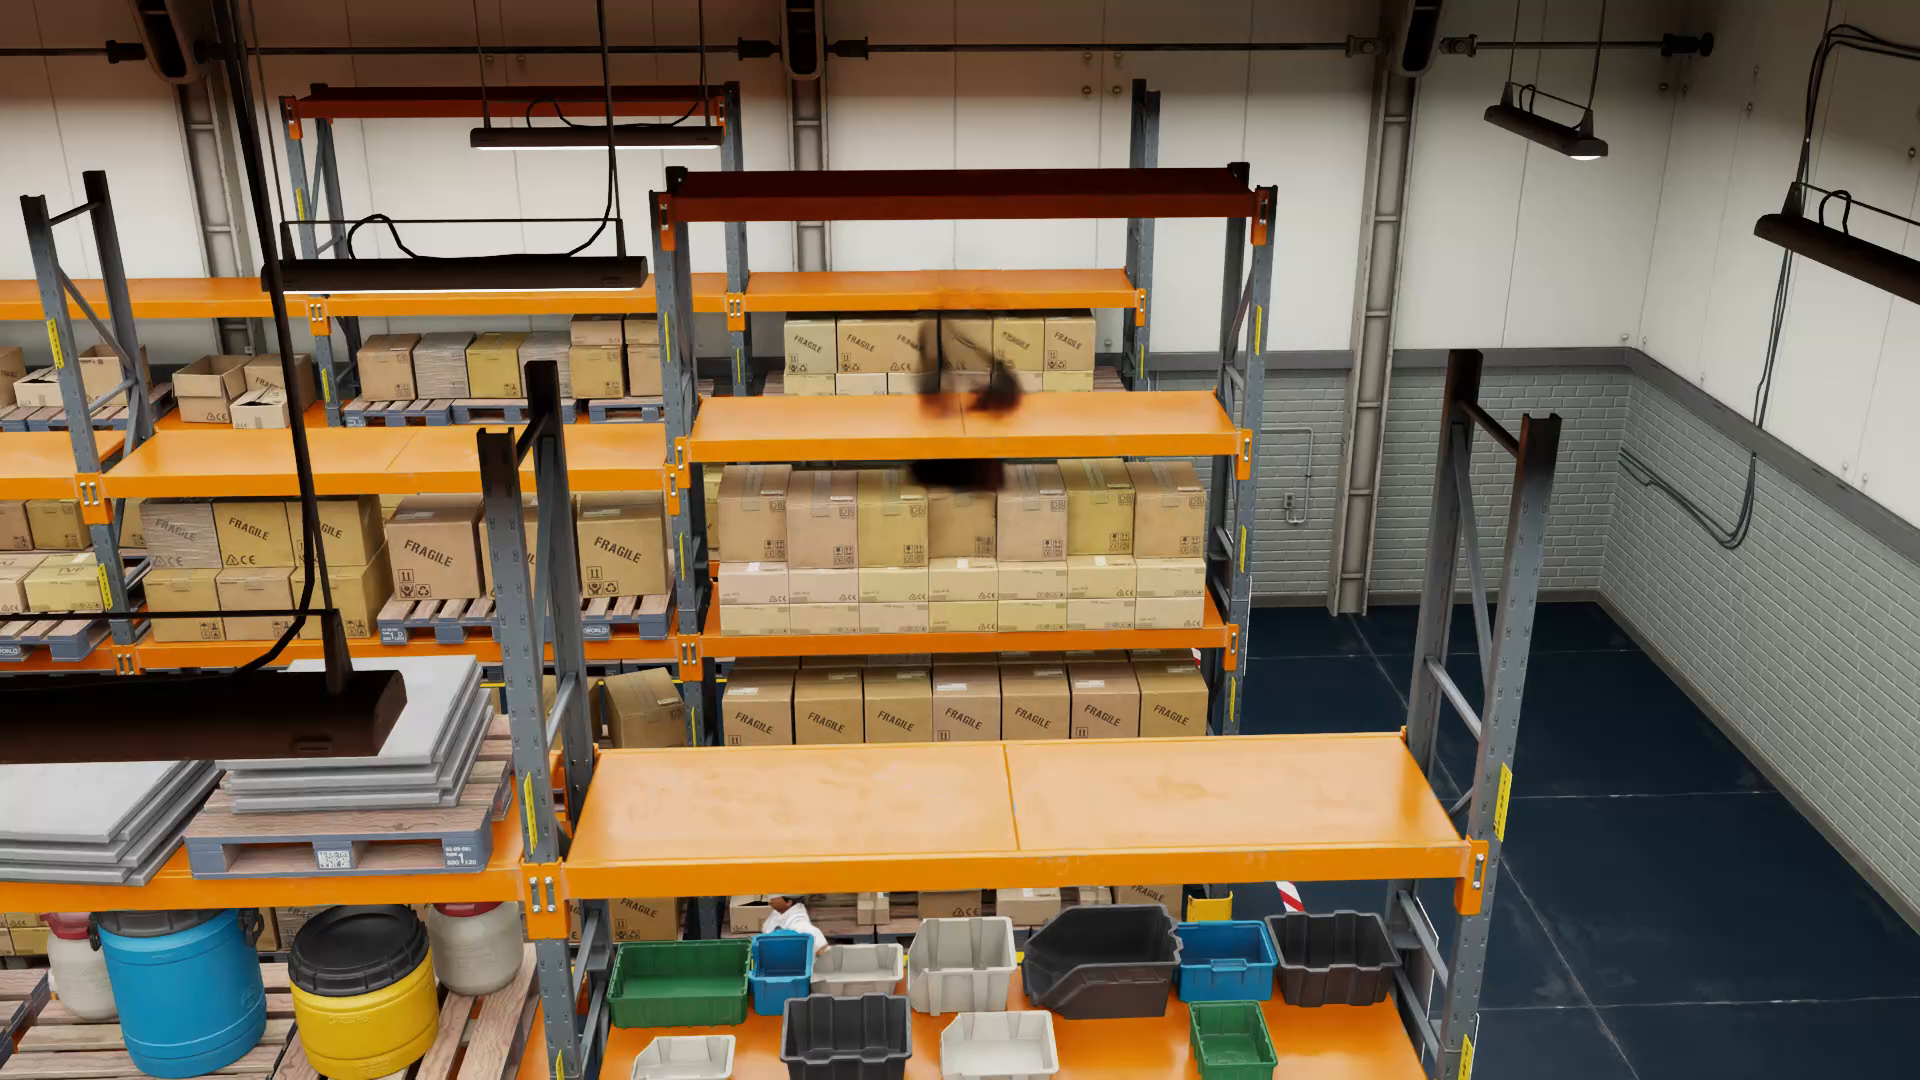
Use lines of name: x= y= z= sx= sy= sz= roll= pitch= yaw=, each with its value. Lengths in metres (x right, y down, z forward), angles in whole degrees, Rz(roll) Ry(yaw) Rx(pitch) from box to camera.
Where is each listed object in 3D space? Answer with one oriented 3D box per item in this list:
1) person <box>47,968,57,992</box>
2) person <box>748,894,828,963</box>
person: x=-5.310 y=3.396 z=10.605 sx=0.798 sy=1.690 sz=0.694 roll=-3 pitch=22 yaw=-7
person: x=-1.140 y=3.053 z=11.450 sx=0.724 sy=1.728 sz=0.639 roll=-4 pitch=22 yaw=-9
